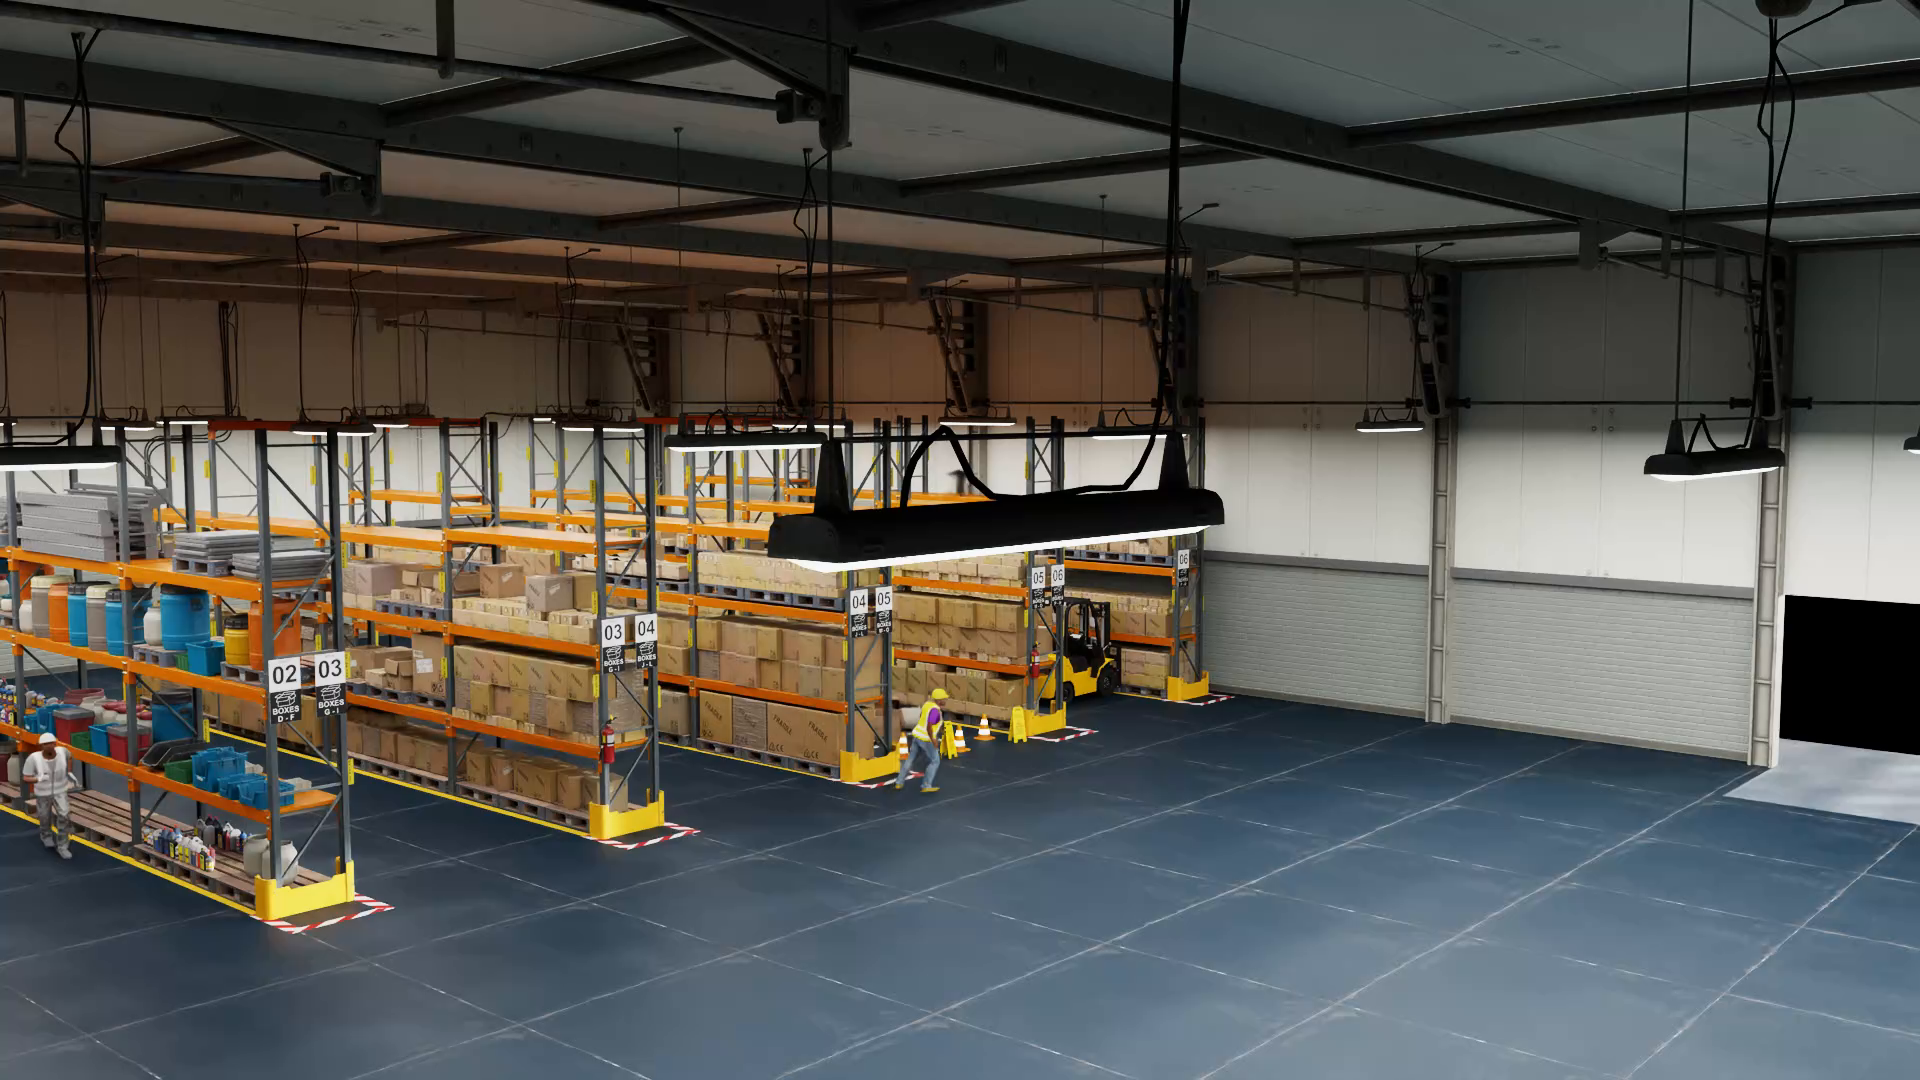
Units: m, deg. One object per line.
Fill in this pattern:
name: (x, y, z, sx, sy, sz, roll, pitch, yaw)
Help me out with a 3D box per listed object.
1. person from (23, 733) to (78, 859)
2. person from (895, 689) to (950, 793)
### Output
person: (-12.649, 3.527, 23.131, 0.689, 1.766, 0.954, -3, 6, -33)
person: (-0.582, 3.257, 27.014, 0.895, 1.682, 0.726, -3, 6, -31)
